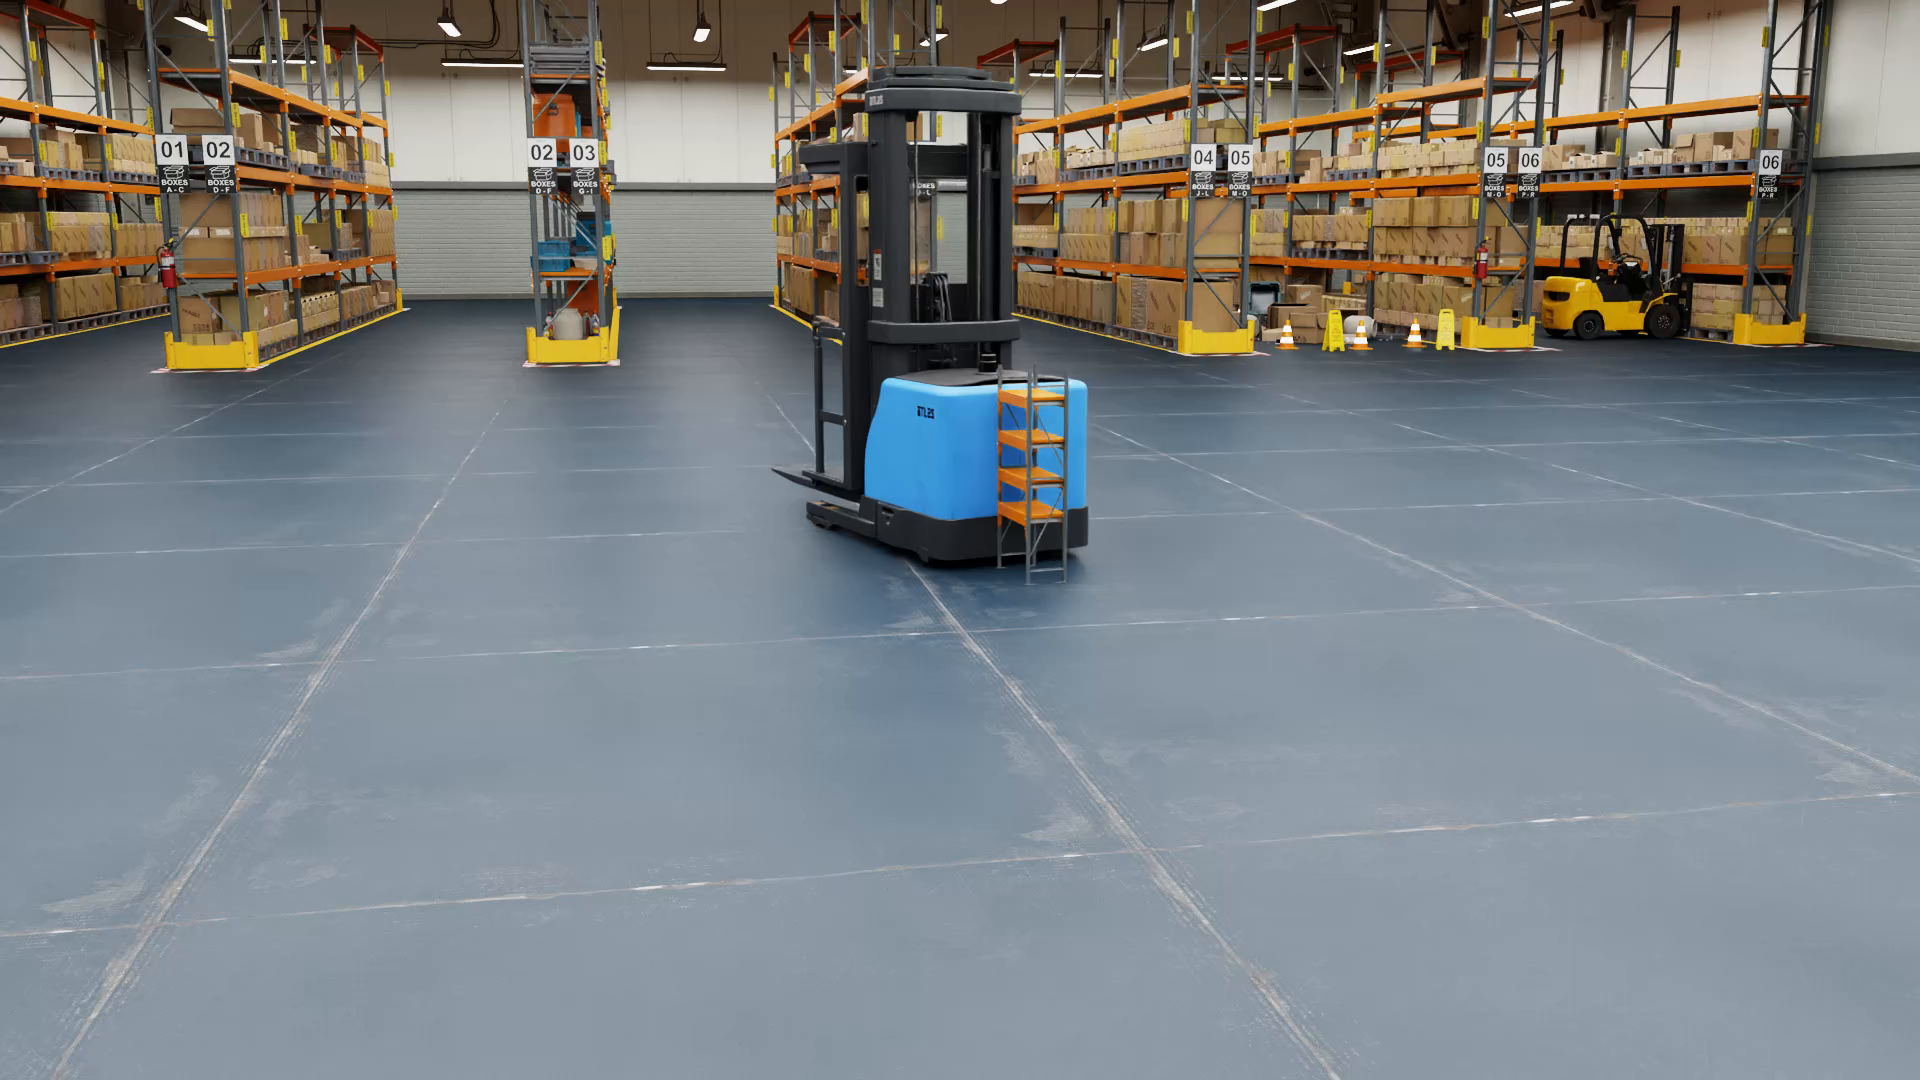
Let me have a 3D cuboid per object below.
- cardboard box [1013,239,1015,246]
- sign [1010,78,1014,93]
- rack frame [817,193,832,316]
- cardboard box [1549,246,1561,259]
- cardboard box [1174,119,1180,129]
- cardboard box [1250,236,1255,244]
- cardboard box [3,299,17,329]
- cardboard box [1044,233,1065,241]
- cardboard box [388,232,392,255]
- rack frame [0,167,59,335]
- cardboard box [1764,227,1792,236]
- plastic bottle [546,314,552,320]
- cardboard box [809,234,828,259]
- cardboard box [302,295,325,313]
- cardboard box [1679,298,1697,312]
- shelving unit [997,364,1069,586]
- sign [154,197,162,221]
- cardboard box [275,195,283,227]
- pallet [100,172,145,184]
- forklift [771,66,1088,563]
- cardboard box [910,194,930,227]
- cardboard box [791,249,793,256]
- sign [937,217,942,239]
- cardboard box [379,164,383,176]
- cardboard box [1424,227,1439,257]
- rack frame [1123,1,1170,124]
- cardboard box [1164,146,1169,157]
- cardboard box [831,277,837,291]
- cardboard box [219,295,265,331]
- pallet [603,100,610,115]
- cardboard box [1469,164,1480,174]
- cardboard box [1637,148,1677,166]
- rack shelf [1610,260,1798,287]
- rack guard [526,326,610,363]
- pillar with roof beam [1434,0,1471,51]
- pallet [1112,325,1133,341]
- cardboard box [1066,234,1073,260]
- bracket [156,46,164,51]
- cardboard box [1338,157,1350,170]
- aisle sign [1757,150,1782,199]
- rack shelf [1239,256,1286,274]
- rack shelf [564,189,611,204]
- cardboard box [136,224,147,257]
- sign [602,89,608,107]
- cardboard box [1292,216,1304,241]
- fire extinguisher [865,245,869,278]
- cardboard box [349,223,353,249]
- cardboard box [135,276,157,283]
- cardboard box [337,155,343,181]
[{"bbox_3d":[1.385,-6.587,36.833,0.380,0.149,0.250,-2,11,-10],"label":"cardboard box"},{"bbox_3d":[1.164,-10.073,36.841,0.100,0.325,0.005,-2,11,-11],"label":"sign"},{"bbox_3d":[-2.404,-5.749,32.878,0.949,2.616,0.053,-2,11,-11],"label":"rack frame"},{"bbox_3d":[12.327,-5.845,33.782,0.500,0.250,0.500,-2,11,-9],"label":"cardboard box"},{"bbox_3d":[3.588,-6.536,26.140,0.380,0.149,0.250,-2,11,-11],"label":"cardboard box"},{"bbox_3d":[6.646,-6.643,36.640,0.500,0.250,0.500,-2,11,-13],"label":"cardboard box"},{"bbox_3d":[-16.682,-3.878,28.555,0.700,0.500,0.500,-2,11,-11],"label":"cardboard box"},{"bbox_3d":[1.935,-6.214,34.073,0.380,0.149,0.250,-2,11,-10],"label":"cardboard box"},{"bbox_3d":[-13.223,-6.738,37.809,0.500,0.500,0.500,-2,11,-11],"label":"cardboard box"},{"bbox_3d":[-16.984,-5.208,30.038,1.000,3.000,0.127,-2,11,-11],"label":"rack frame"},{"bbox_3d":[13.926,-5.262,28.321,0.380,0.149,0.250,-2,11,-12],"label":"cardboard box"},{"bbox_3d":[-6.582,-3.440,26.656,0.144,0.351,0.185,-2,11,-9],"label":"plastic bottle"},{"bbox_3d":[-2.746,-5.879,33.297,0.500,0.500,0.500,-2,11,-9],"label":"cardboard box"},{"bbox_3d":[-11.484,-4.153,29.227,0.500,0.311,0.500,-2,11,-9],"label":"cardboard box"},{"bbox_3d":[13.128,-4.188,29.573,0.500,0.250,0.500,-2,11,-12],"label":"cardboard box"},{"bbox_3d":[0.411,-0.383,9.500,0.258,1.200,0.503,-3,11,-18],"label":"shelving unit"},{"bbox_3d":[-11.104,-4.590,23.059,0.100,0.325,0.005,-2,11,-11],"label":"sign"},{"bbox_3d":[-11.255,-5.261,26.577,0.700,0.500,0.500,-2,11,-11],"label":"cardboard box"},{"bbox_3d":[-18.144,-7.746,35.584,1.003,0.211,1.213,-2,11,-11],"label":"pallet"},{"bbox_3d":[-0.375,-1.537,10.932,1.130,2.935,3.031,-6,12,-28],"label":"forklift"},{"bbox_3d":[-0.691,-5.079,25.620,0.500,0.500,0.500,-2,11,-11],"label":"cardboard box"},{"bbox_3d":[-3.566,-6.403,36.987,0.380,0.149,0.250,-2,11,-11],"label":"cardboard box"},{"bbox_3d":[-0.319,-4.727,25.192,0.100,0.325,0.005,-2,11,-11],"label":"sign"},{"bbox_3d":[-13.140,-8.233,36.974,0.500,0.250,0.500,-2,11,-11],"label":"cardboard box"},{"bbox_3d":[8.307,-5.111,28.462,0.500,0.500,0.500,-2,11,-11],"label":"cardboard box"},{"bbox_3d":[3.252,-8.124,29.312,0.949,2.616,0.053,-2,11,-11],"label":"rack frame"},{"bbox_3d":[3.489,-6.237,26.703,0.380,0.149,0.250,-2,11,-10],"label":"cardboard box"},{"bbox_3d":[-2.248,-4.984,32.360,0.500,0.250,0.500,-2,11,-9],"label":"cardboard box"},{"bbox_3d":[-10.555,-3.344,24.468,0.500,0.500,0.500,-2,11,-11],"label":"cardboard box"},{"bbox_3d":[-7.376,-8.360,32.126,1.213,0.211,1.003,-2,11,-11],"label":"pallet"},{"bbox_3d":[8.526,-6.047,27.096,0.380,0.149,0.250,-2,11,-11],"label":"cardboard box"},{"bbox_3d":[12.882,-7.080,30.700,0.500,0.311,0.500,-2,11,-10],"label":"cardboard box"},{"bbox_3d":[13.349,-4.836,30.009,1.077,0.370,4.000,-2,11,-11],"label":"rack shelf"},{"bbox_3d":[-5.771,-2.886,24.520,1.175,0.500,0.348,-2,11,-11],"label":"rack guard"},{"bbox_3d":[7.742,-12.922,38.438,8.718,2.987,0.548,-2,11,-11],"label":"pillar with roof beam"},{"bbox_3d":[3.327,-3.665,29.387,1.003,0.211,1.213,-2,11,-11],"label":"pallet"},{"bbox_3d":[2.402,-5.774,32.745,0.500,0.500,0.500,-2,11,-12],"label":"cardboard box"},{"bbox_3d":[-19.992,-12.270,41.469,0.076,0.066,3.189,-2,11,-11],"label":"bracket"},{"bbox_3d":[7.644,-7.270,32.126,0.500,0.250,0.500,-2,11,-10],"label":"cardboard box"},{"bbox_3d":[13.462,-6.077,27.652,0.394,0.787,0.004,-2,11,-11],"label":"aisle sign"},{"bbox_3d":[6.924,-6.123,36.766,1.077,0.370,4.000,-2,11,-11],"label":"rack shelf"},{"bbox_3d":[-8.433,-7.789,37.500,1.077,0.370,4.000,-2,11,-11],"label":"rack shelf"},{"bbox_3d":[-18.139,-6.457,35.794,0.980,0.700,0.700,-3,11,-14],"label":"cardboard box"},{"bbox_3d":[-6.727,-8.379,31.512,0.100,0.325,0.005,-2,11,-11],"label":"sign"},{"bbox_3d":[7.174,-6.420,34.217,0.500,0.500,0.500,-2,11,-13],"label":"cardboard box"},{"bbox_3d":[-1.281,-4.206,24.978,0.296,0.674,0.183,-2,11,-11],"label":"fire extinguisher"},{"bbox_3d":[-12.499,-6.056,33.104,0.700,0.500,0.500,-5,12,-25],"label":"cardboard box"},{"bbox_3d":[-18.051,-5.784,36.891,0.380,0.149,0.250,-2,11,-9],"label":"cardboard box"},{"bbox_3d":[-12.443,-7.180,32.105,0.910,0.500,0.500,-2,11,-11],"label":"cardboard box"}]
